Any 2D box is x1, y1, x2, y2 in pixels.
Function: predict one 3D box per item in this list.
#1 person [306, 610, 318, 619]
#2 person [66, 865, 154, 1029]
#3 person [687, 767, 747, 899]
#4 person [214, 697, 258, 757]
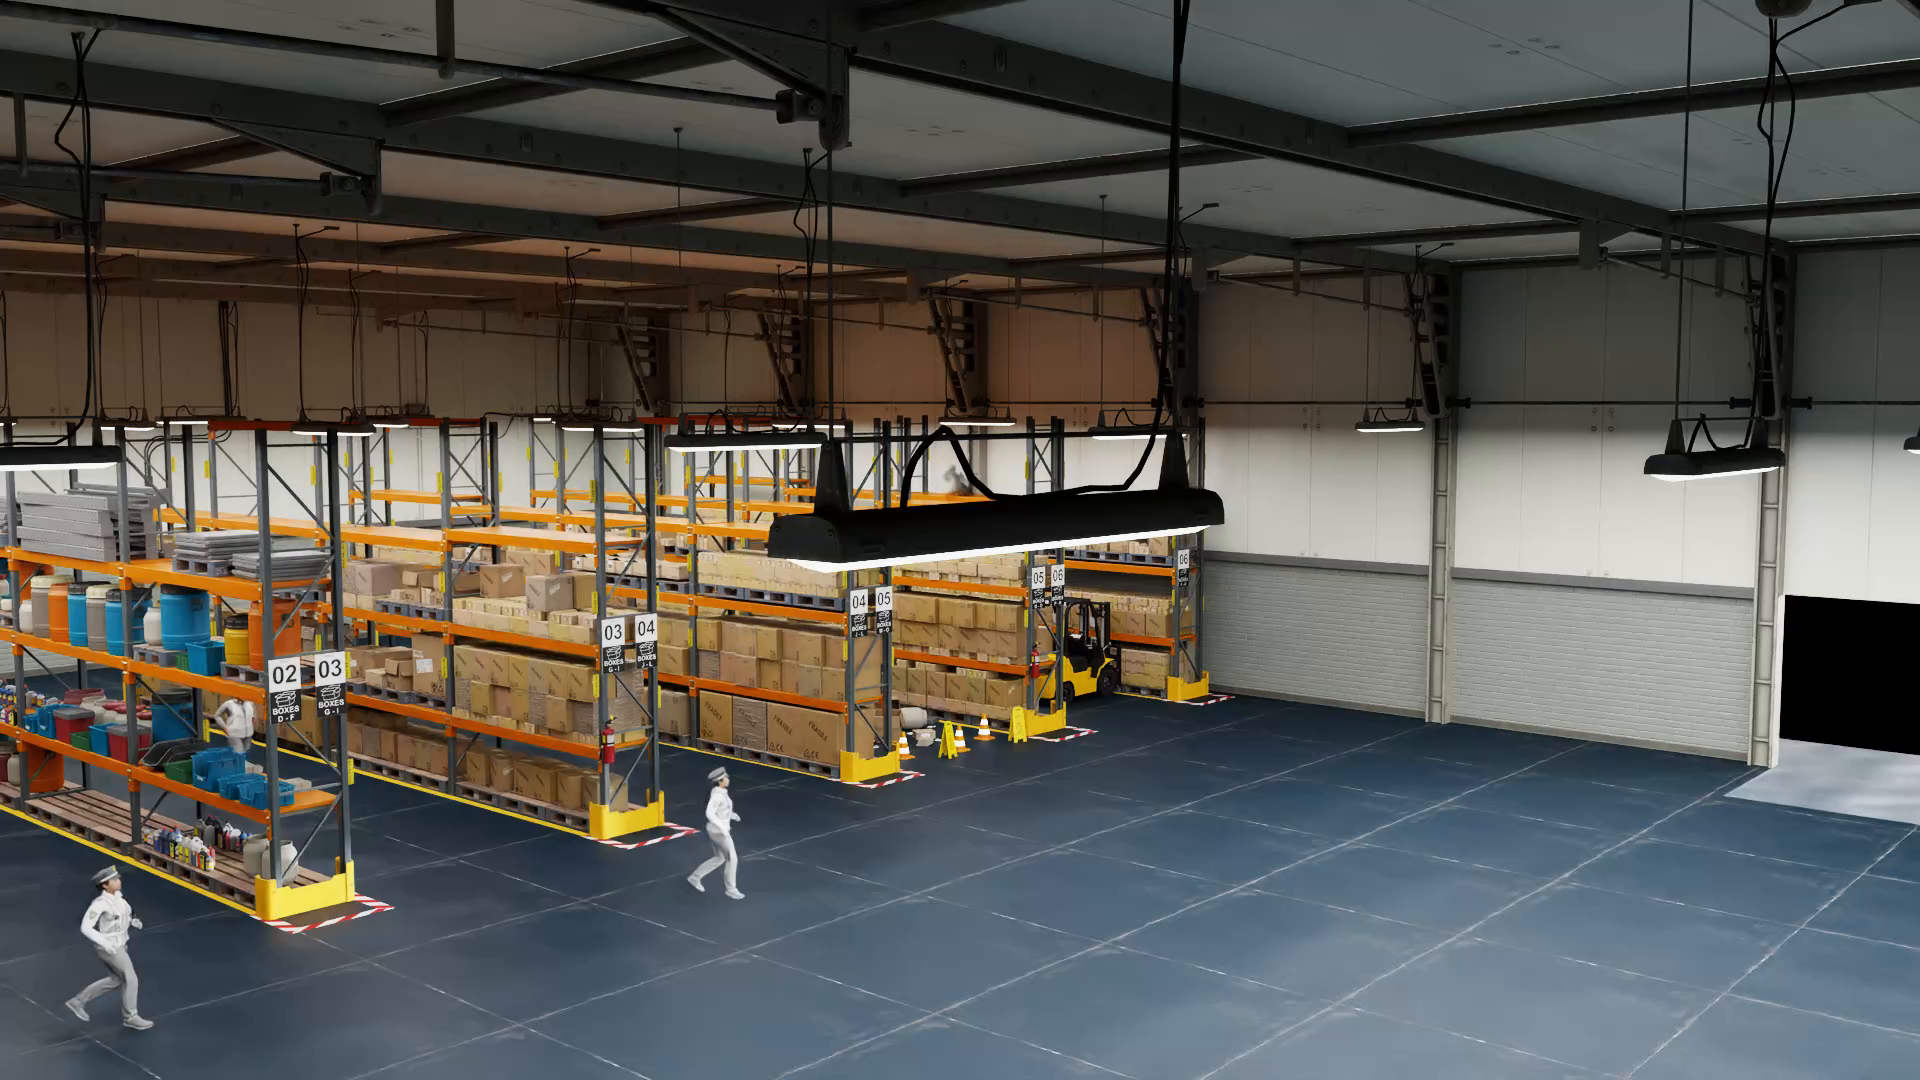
[{"bbox_3d":[-14.577,2.357,37.204,0.759,1.748,0.960,-2,5,-18],"label":"person"},{"bbox_3d":[-8.587,4.105,16.748,0.807,1.703,0.609,-1,5,-12],"label":"person"},{"bbox_3d":[-3.099,3.744,21.181,0.738,1.728,0.650,-1,5,-13],"label":"person"},{"bbox_3d":[-11.708,3.214,27.033,0.700,1.835,0.648,3,6,33],"label":"person"}]
